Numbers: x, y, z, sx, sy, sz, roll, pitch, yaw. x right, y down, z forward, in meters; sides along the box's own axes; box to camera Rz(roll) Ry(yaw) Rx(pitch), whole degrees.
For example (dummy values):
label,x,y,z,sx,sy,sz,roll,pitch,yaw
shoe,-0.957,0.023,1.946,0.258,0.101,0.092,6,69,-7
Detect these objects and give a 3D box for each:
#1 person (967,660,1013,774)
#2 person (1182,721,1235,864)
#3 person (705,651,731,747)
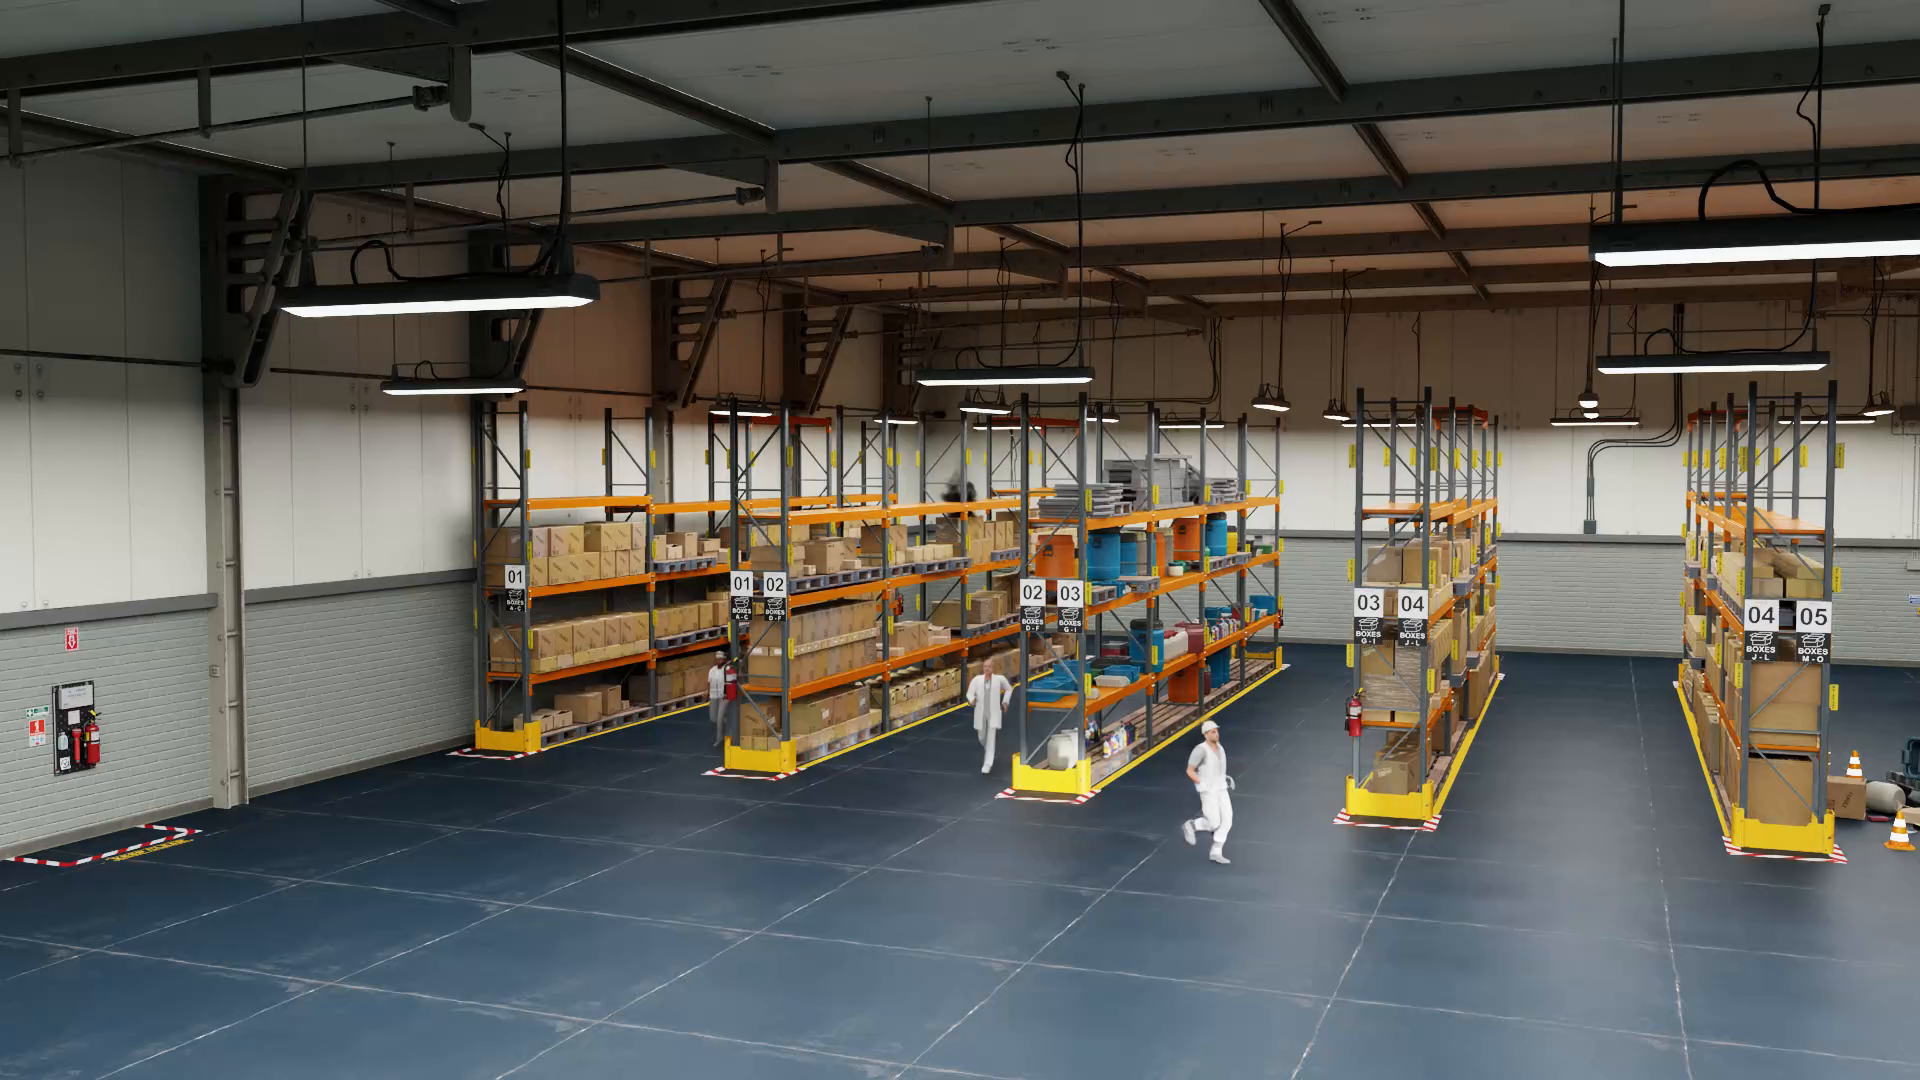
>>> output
label,x,y,z,sx,sy,sz,roll,pitch,yaw
person,0.465,2.842,26.779,0.718,1.690,1.024,1,3,11
person,3.117,3.127,20.778,0.664,1.751,0.707,-2,4,-39
person,-4.177,2.762,29.174,0.575,1.662,0.589,1,3,14
